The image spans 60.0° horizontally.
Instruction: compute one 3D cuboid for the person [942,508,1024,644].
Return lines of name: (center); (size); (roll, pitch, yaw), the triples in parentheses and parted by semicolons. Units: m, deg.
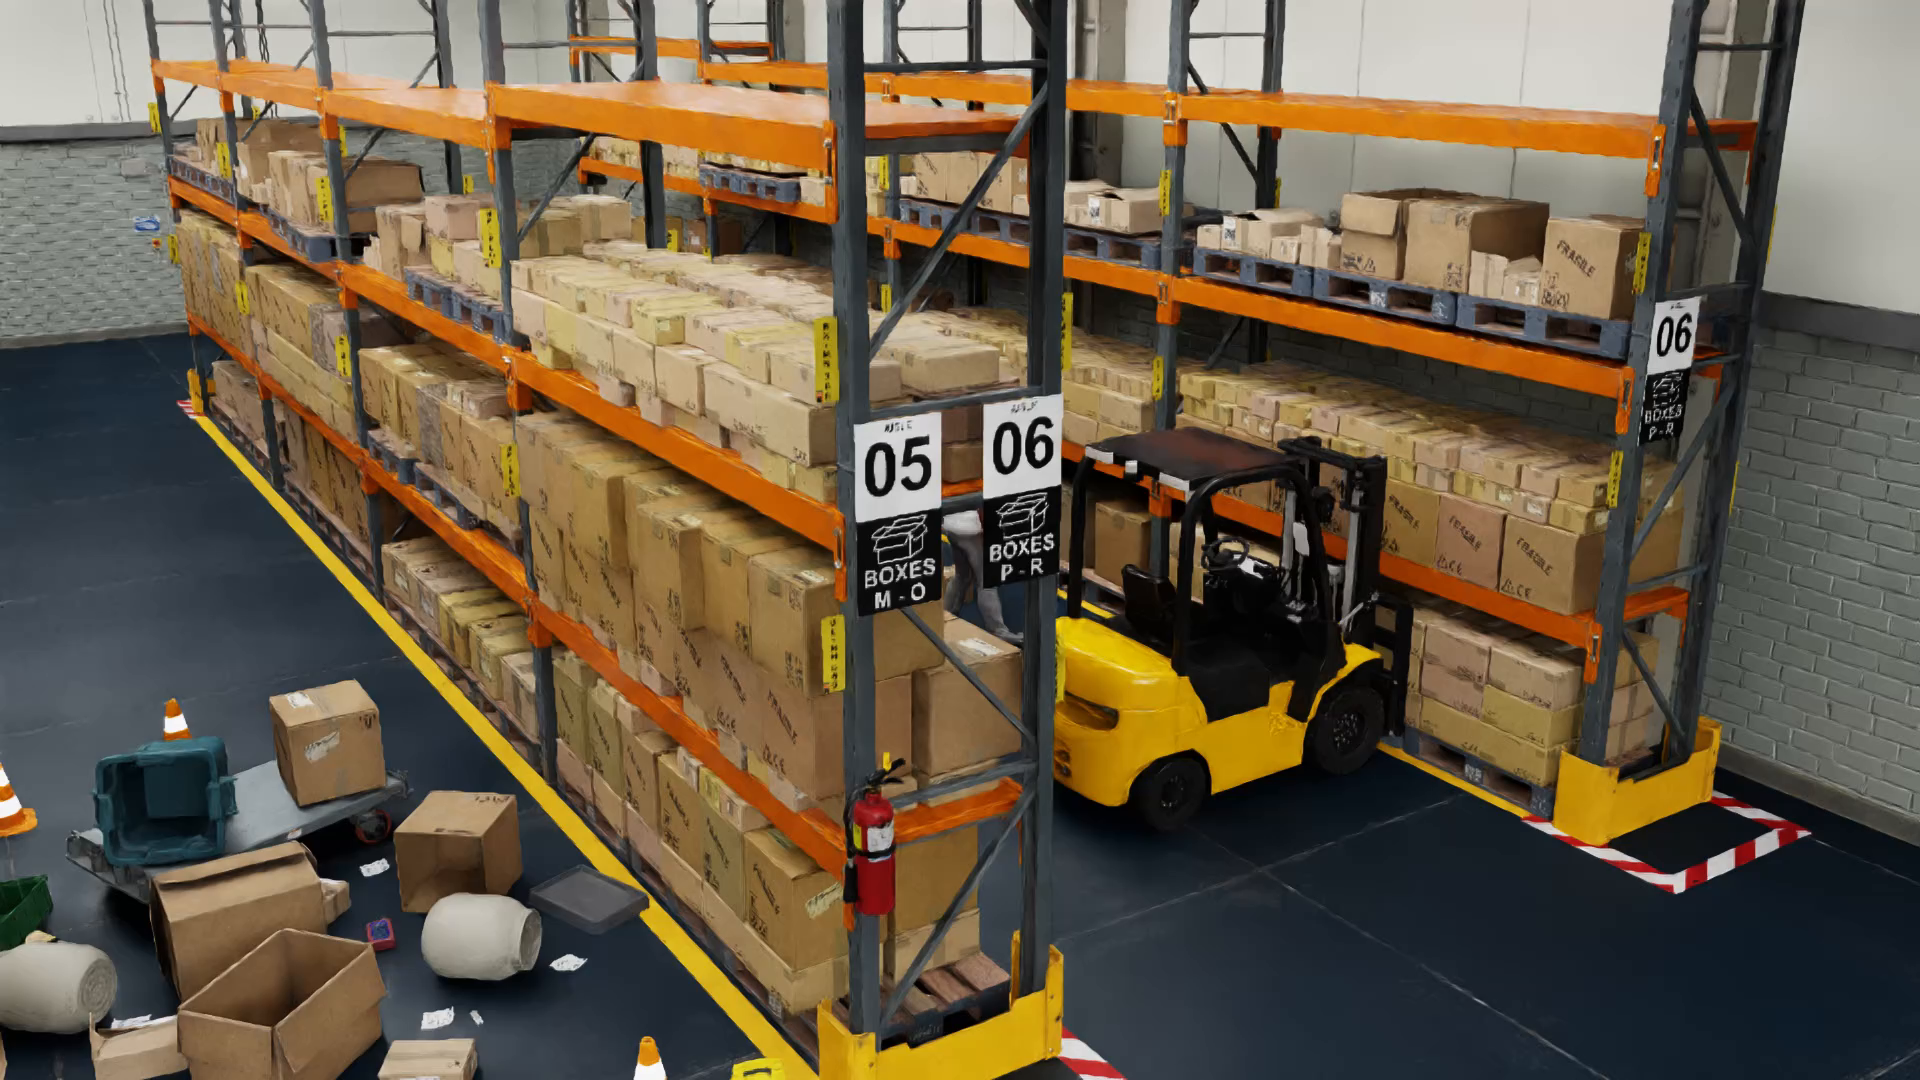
person: (0.147, -0.071, 12.780); (0.563, 1.758, 0.678); (-8, 20, -24)
